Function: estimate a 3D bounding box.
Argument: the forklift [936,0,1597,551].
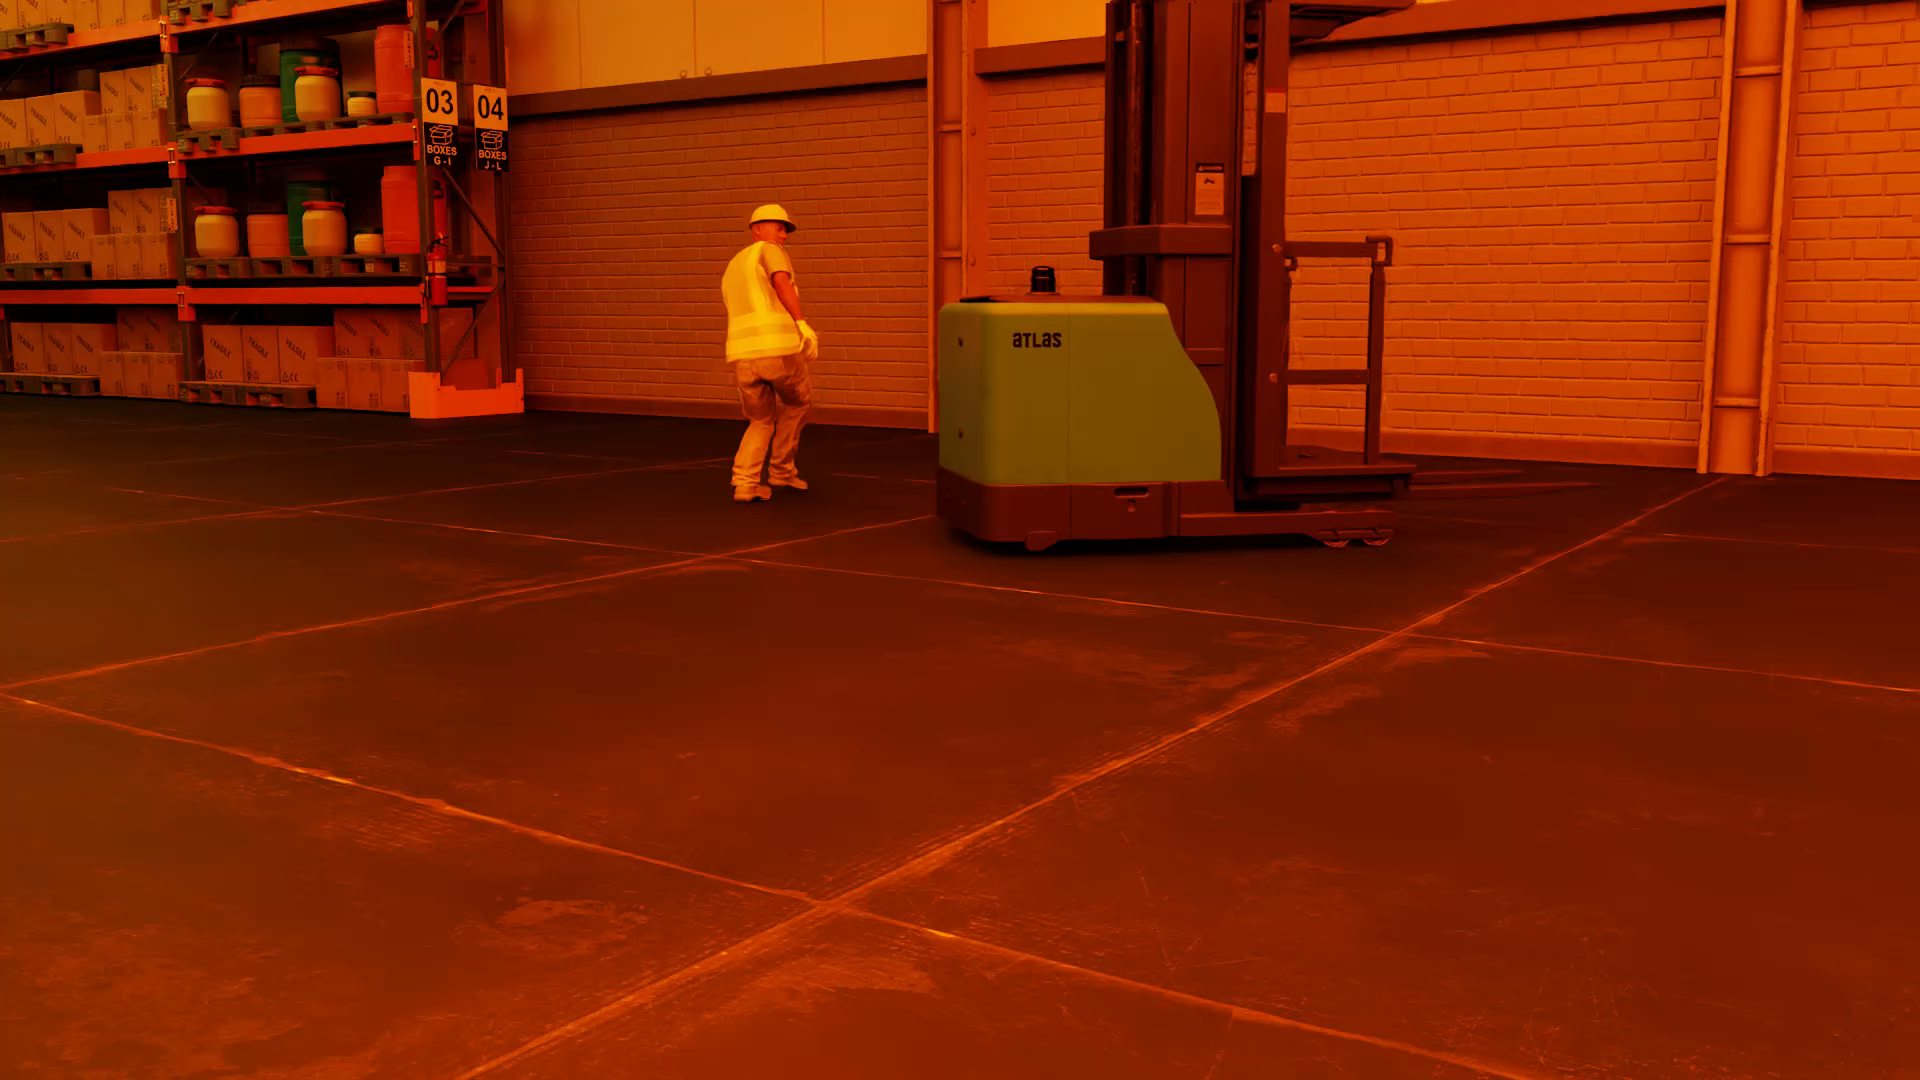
[{"bbox_3d":[1.459,-1.488,7.655,3.031,2.935,1.130,-2,8,-13],"label":"forklift"}]

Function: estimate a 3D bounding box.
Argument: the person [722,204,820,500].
[{"bbox_3d":[-0.936,-1.043,9.205,0.808,1.613,0.810,5,9,30],"label":"person"}]
